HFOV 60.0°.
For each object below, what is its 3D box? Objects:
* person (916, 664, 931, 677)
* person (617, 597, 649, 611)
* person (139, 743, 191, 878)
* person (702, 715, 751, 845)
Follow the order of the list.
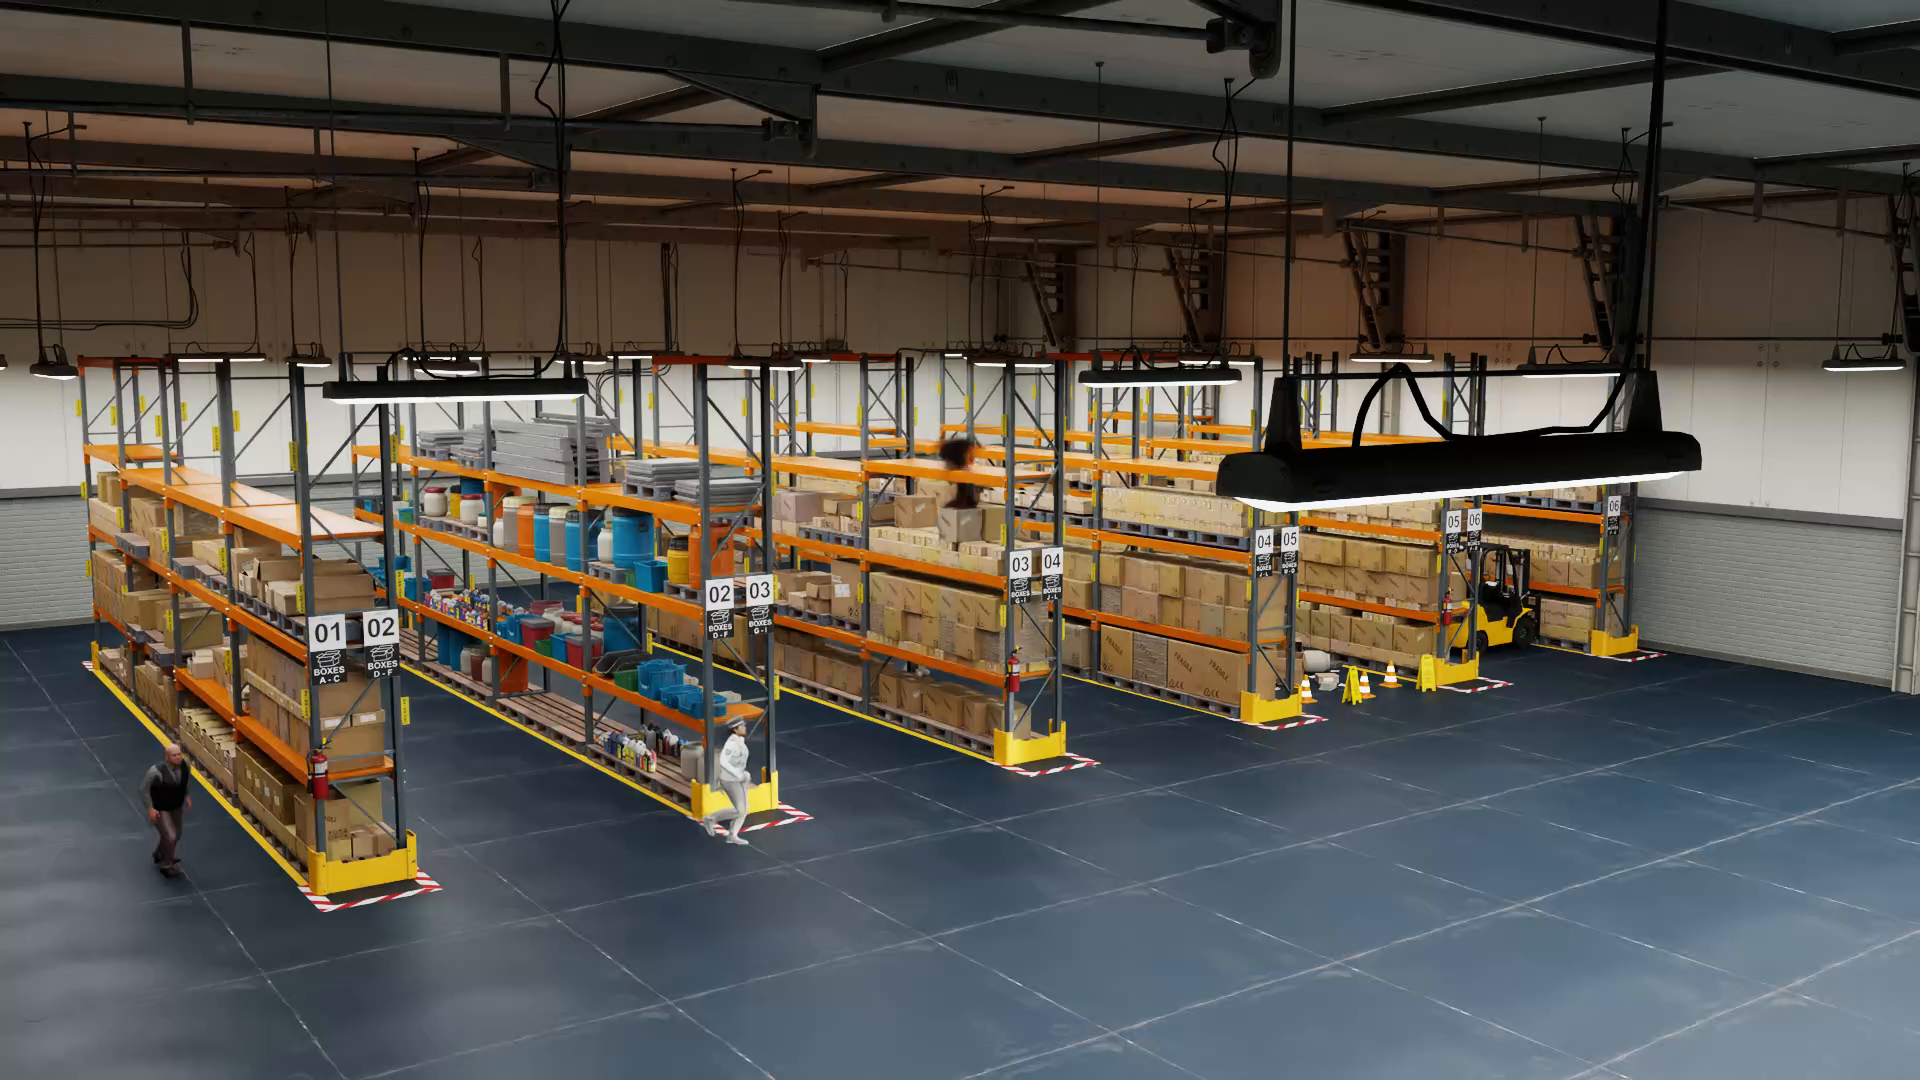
[{"bbox_3d":[-0.549,1.696,30.948,0.783,1.720,0.859,-3,8,-23],"label":"person"},{"bbox_3d":[-6.322,1.571,32.449,0.565,1.631,0.607,-6,9,-39],"label":"person"},{"bbox_3d":[-9.402,3.154,19.630,0.777,1.612,0.697,3,7,21],"label":"person"},{"bbox_3d":[-2.914,3.001,20.889,0.602,1.648,0.609,1,7,5],"label":"person"}]
